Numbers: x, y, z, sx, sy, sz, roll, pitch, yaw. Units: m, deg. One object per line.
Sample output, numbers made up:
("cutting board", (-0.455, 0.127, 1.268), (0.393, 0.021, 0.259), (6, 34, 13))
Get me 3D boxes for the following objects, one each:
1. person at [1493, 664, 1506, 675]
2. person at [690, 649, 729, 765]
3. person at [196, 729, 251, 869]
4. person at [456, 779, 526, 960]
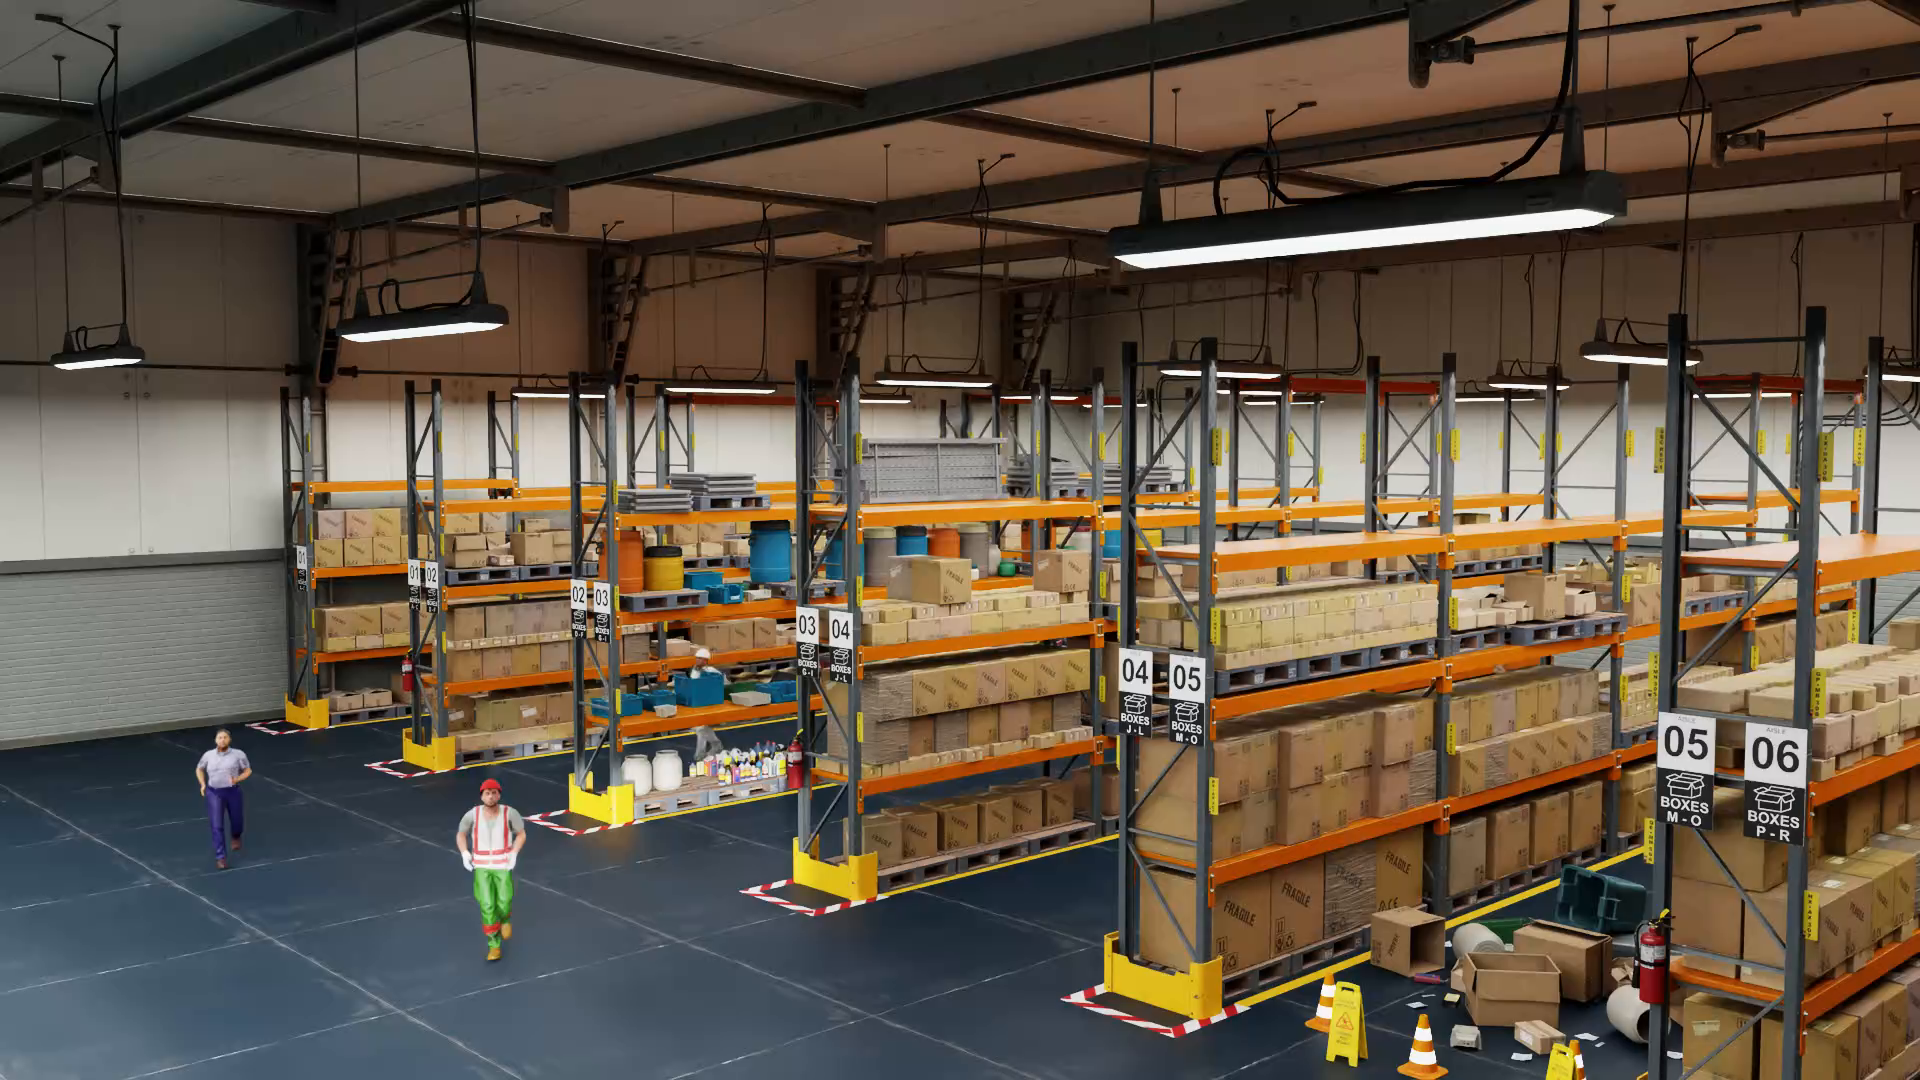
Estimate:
("person", (8.254, 2.708, 25.434), (0.700, 1.673, 0.529), (3, 5, 42))
("person", (-3.999, 2.610, 26.121), (0.674, 1.825, 0.816), (3, 5, 38))
("person", (-8.855, 3.083, 20.009), (0.620, 1.601, 0.813), (-2, 4, -23))
("person", (-4.652, 3.233, 16.509), (0.669, 1.756, 0.682), (-1, 4, -13))
